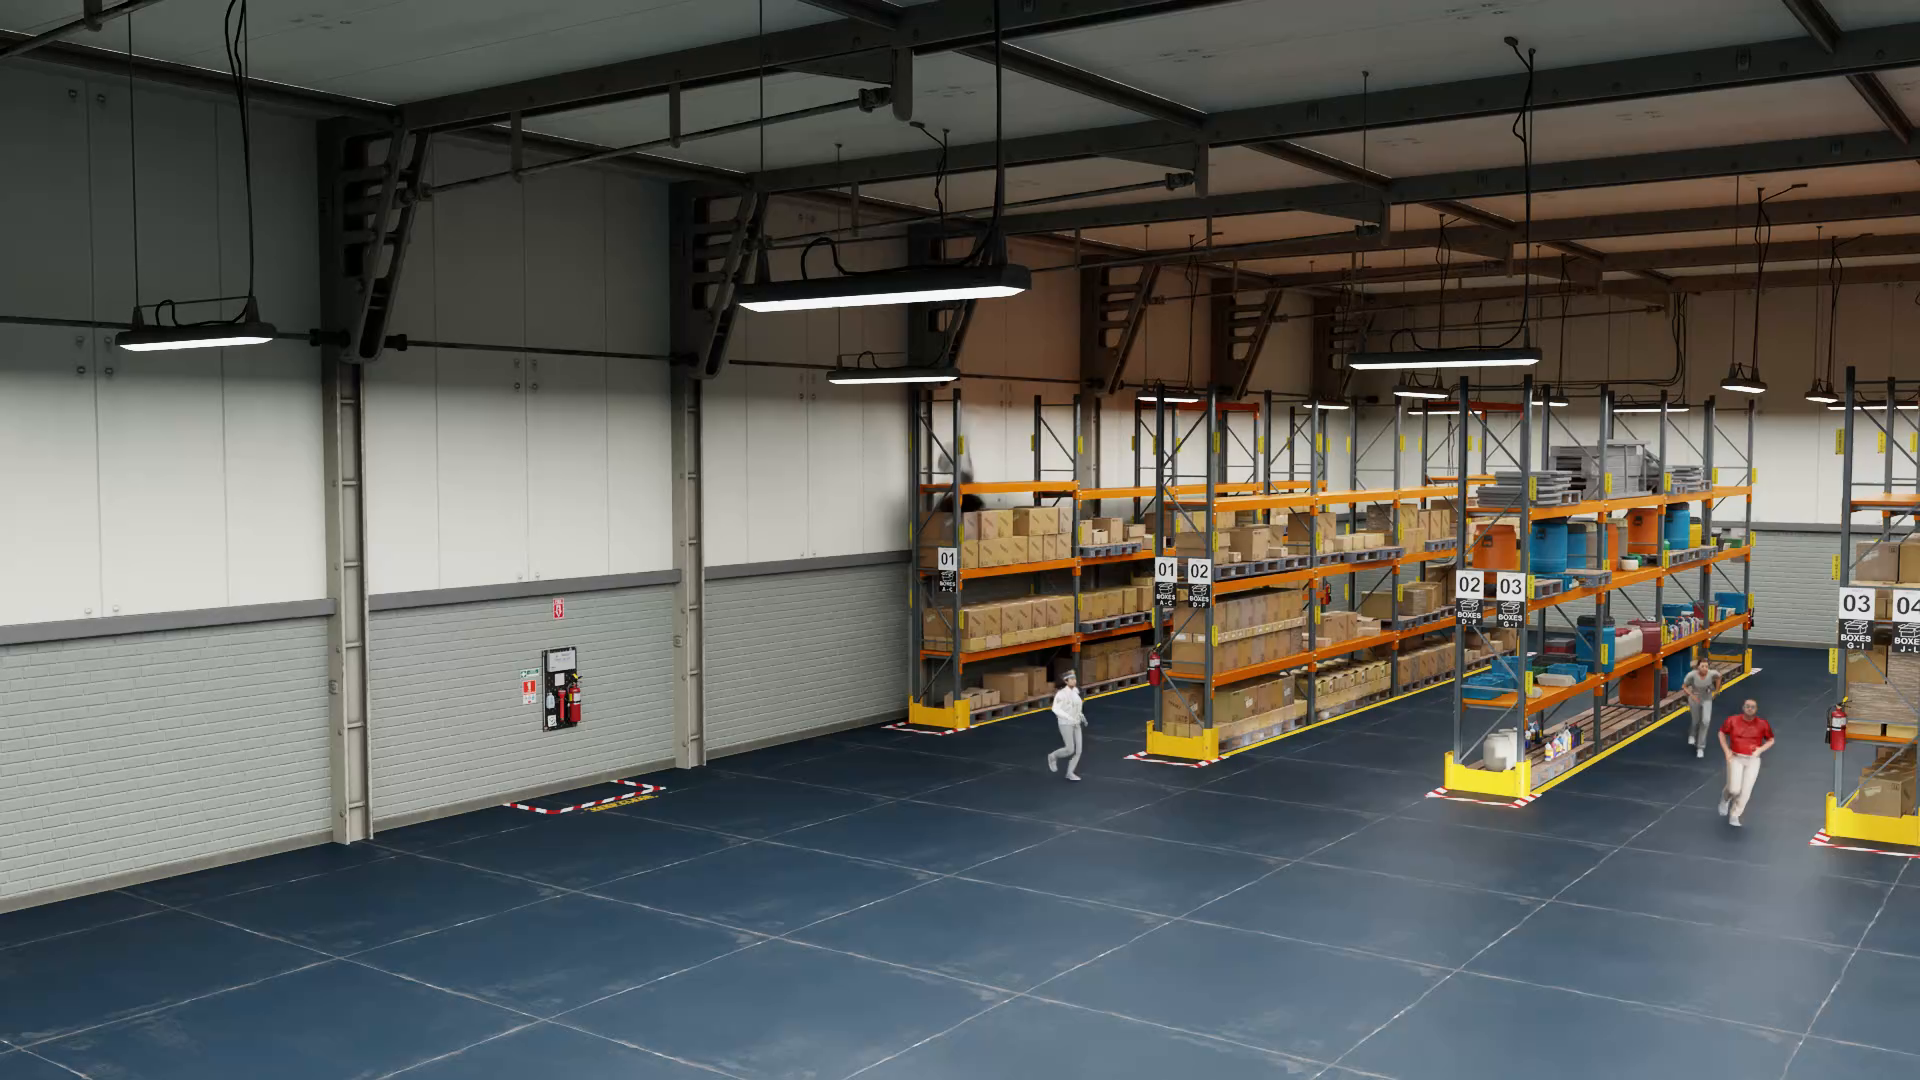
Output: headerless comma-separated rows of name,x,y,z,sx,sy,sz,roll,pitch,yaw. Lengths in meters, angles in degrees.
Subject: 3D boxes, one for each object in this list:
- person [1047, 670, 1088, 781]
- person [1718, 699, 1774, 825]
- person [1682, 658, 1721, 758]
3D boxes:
person,1.616,2.754,24.901,0.611,1.654,0.609,3,5,45
person,10.387,2.926,21.967,0.667,1.683,0.602,1,3,18
person,12.039,2.680,27.075,0.601,1.625,1.005,1,3,12
